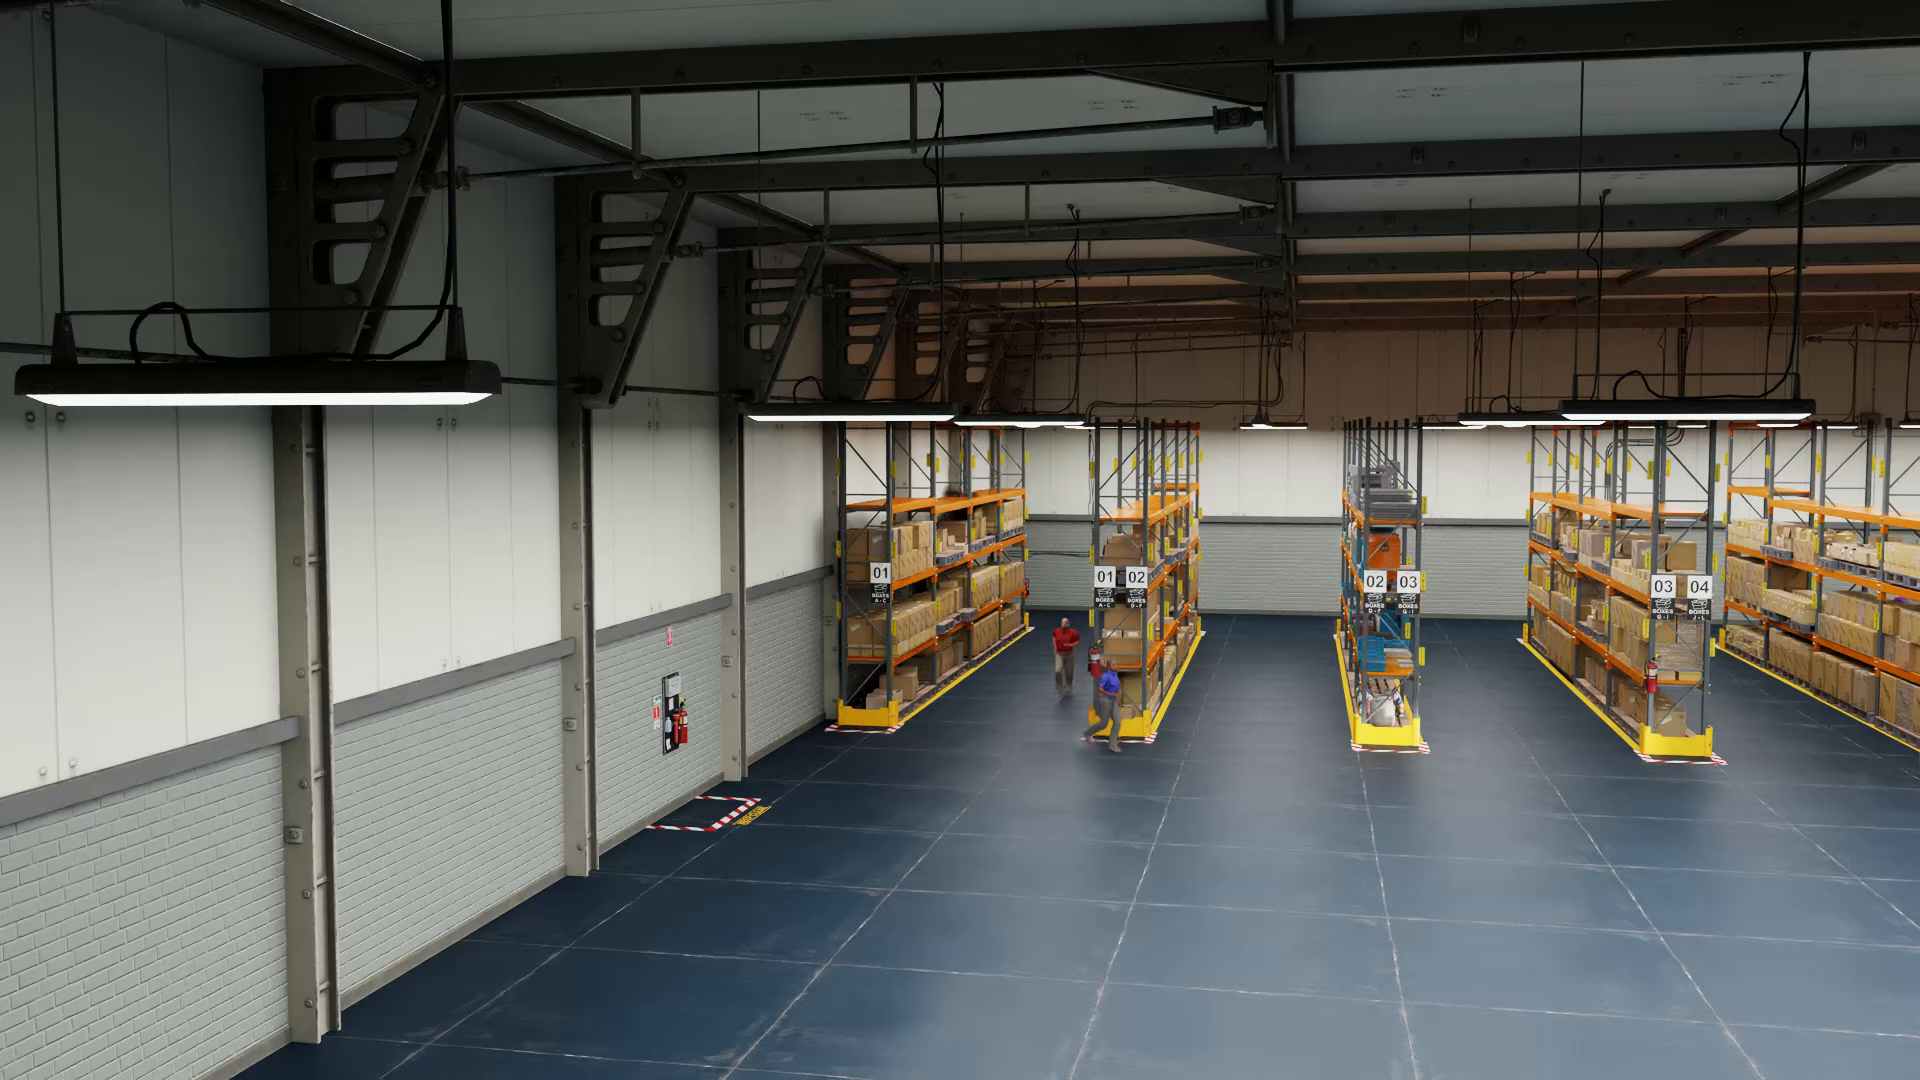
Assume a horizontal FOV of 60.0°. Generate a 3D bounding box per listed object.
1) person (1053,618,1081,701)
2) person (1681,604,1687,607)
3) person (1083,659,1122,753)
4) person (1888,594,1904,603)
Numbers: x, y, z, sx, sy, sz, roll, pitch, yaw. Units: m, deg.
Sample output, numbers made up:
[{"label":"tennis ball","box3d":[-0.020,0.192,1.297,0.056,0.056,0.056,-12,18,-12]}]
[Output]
[{"label":"person","box3d":[2.293,2.560,35.828,0.626,1.793,0.985,1,4,9]},{"label":"person","box3d":[18.926,2.071,44.116,0.698,1.669,0.680,3,5,41]},{"label":"person","box3d":[2.654,2.968,30.021,0.805,1.656,0.592,3,5,41]},{"label":"person","box3d":[25.035,1.978,44.598,0.618,1.705,0.723,1,4,21]}]
